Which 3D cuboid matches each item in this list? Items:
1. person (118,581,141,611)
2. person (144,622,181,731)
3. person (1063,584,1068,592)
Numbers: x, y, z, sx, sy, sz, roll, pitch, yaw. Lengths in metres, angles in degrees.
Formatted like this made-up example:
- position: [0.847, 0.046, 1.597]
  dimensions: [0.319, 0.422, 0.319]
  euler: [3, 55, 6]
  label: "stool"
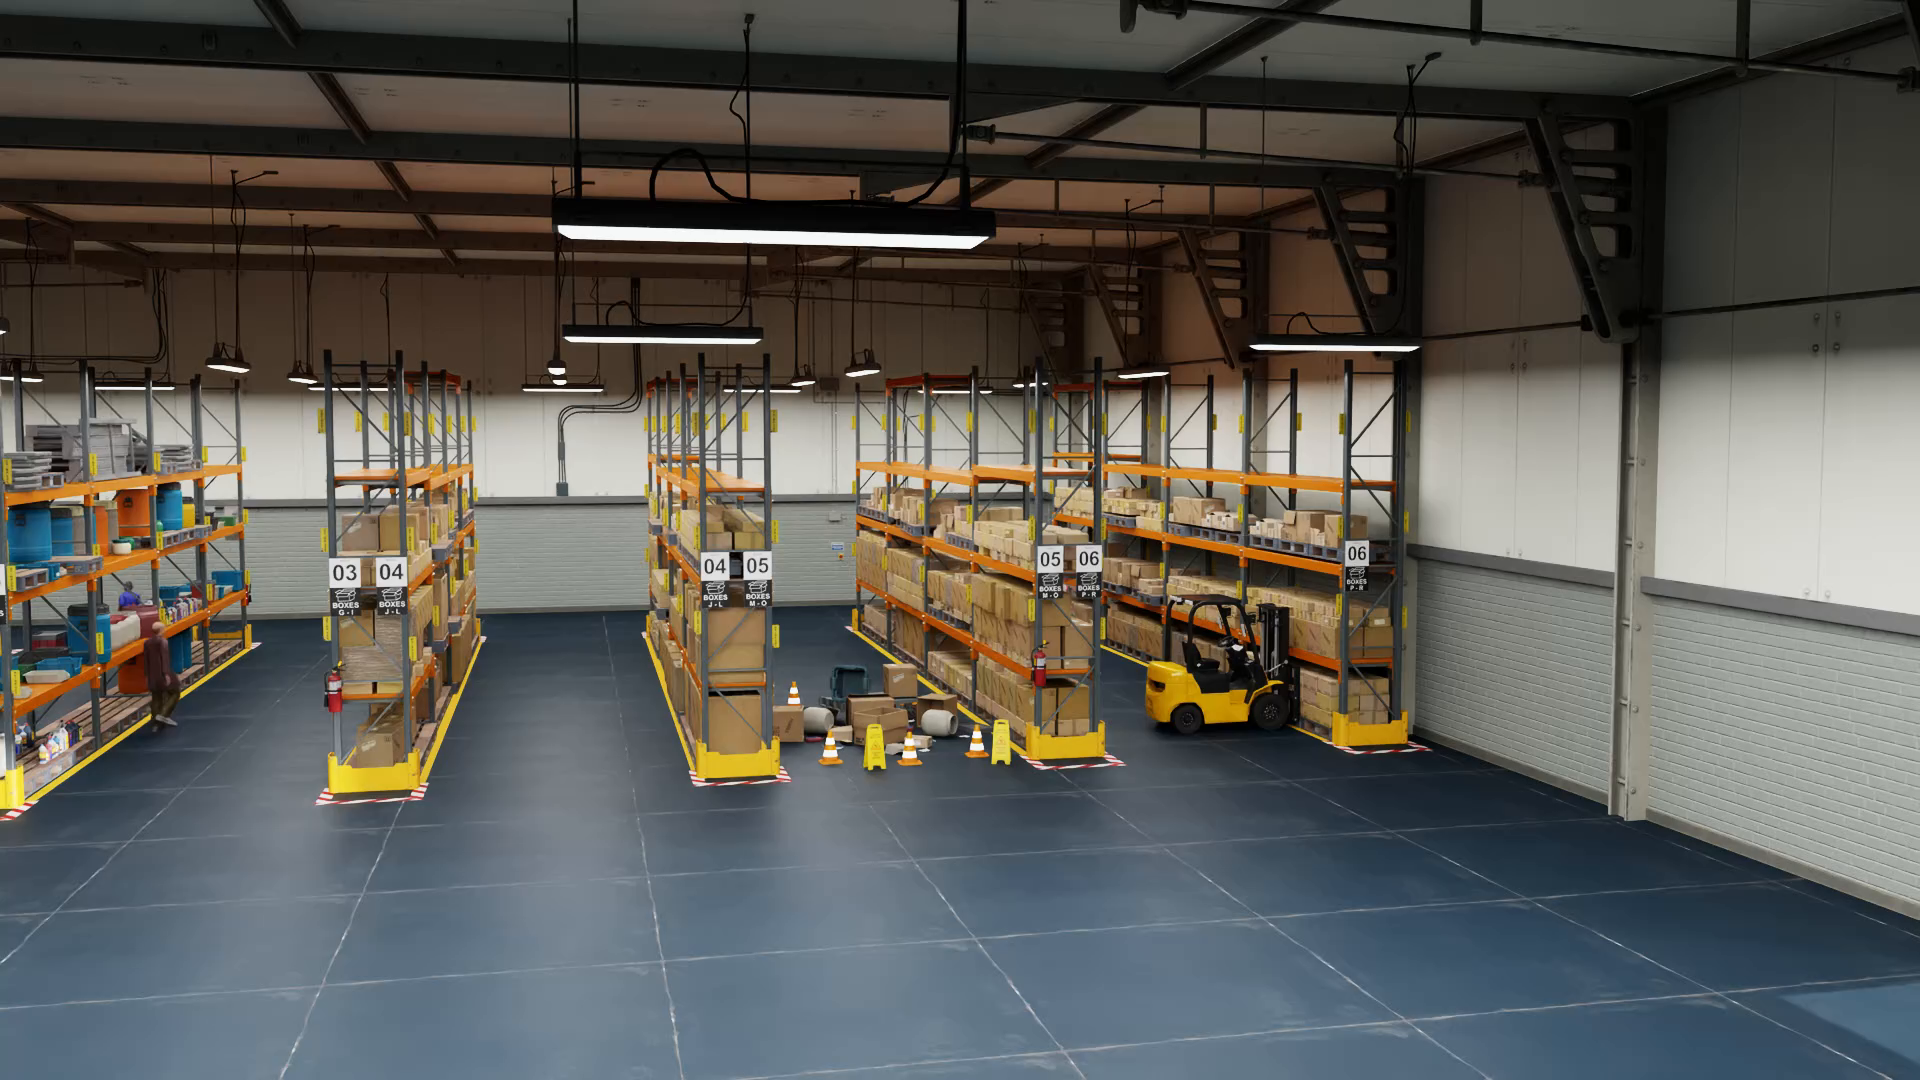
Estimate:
- position: [-17.851, 1.708, 35.750]
  dimensions: [0.479, 1.652, 0.505]
  euler: [3, 5, 40]
  label: "person"
- position: [-13.061, 2.222, 27.114]
  dimensions: [0.616, 1.768, 0.553]
  euler: [0, 4, 6]
  label: "person"
- position: [2.188, 1.580, 36.365]
  dimensions: [0.472, 1.791, 0.603]
  euler: [3, 5, 38]
  label: "person"
